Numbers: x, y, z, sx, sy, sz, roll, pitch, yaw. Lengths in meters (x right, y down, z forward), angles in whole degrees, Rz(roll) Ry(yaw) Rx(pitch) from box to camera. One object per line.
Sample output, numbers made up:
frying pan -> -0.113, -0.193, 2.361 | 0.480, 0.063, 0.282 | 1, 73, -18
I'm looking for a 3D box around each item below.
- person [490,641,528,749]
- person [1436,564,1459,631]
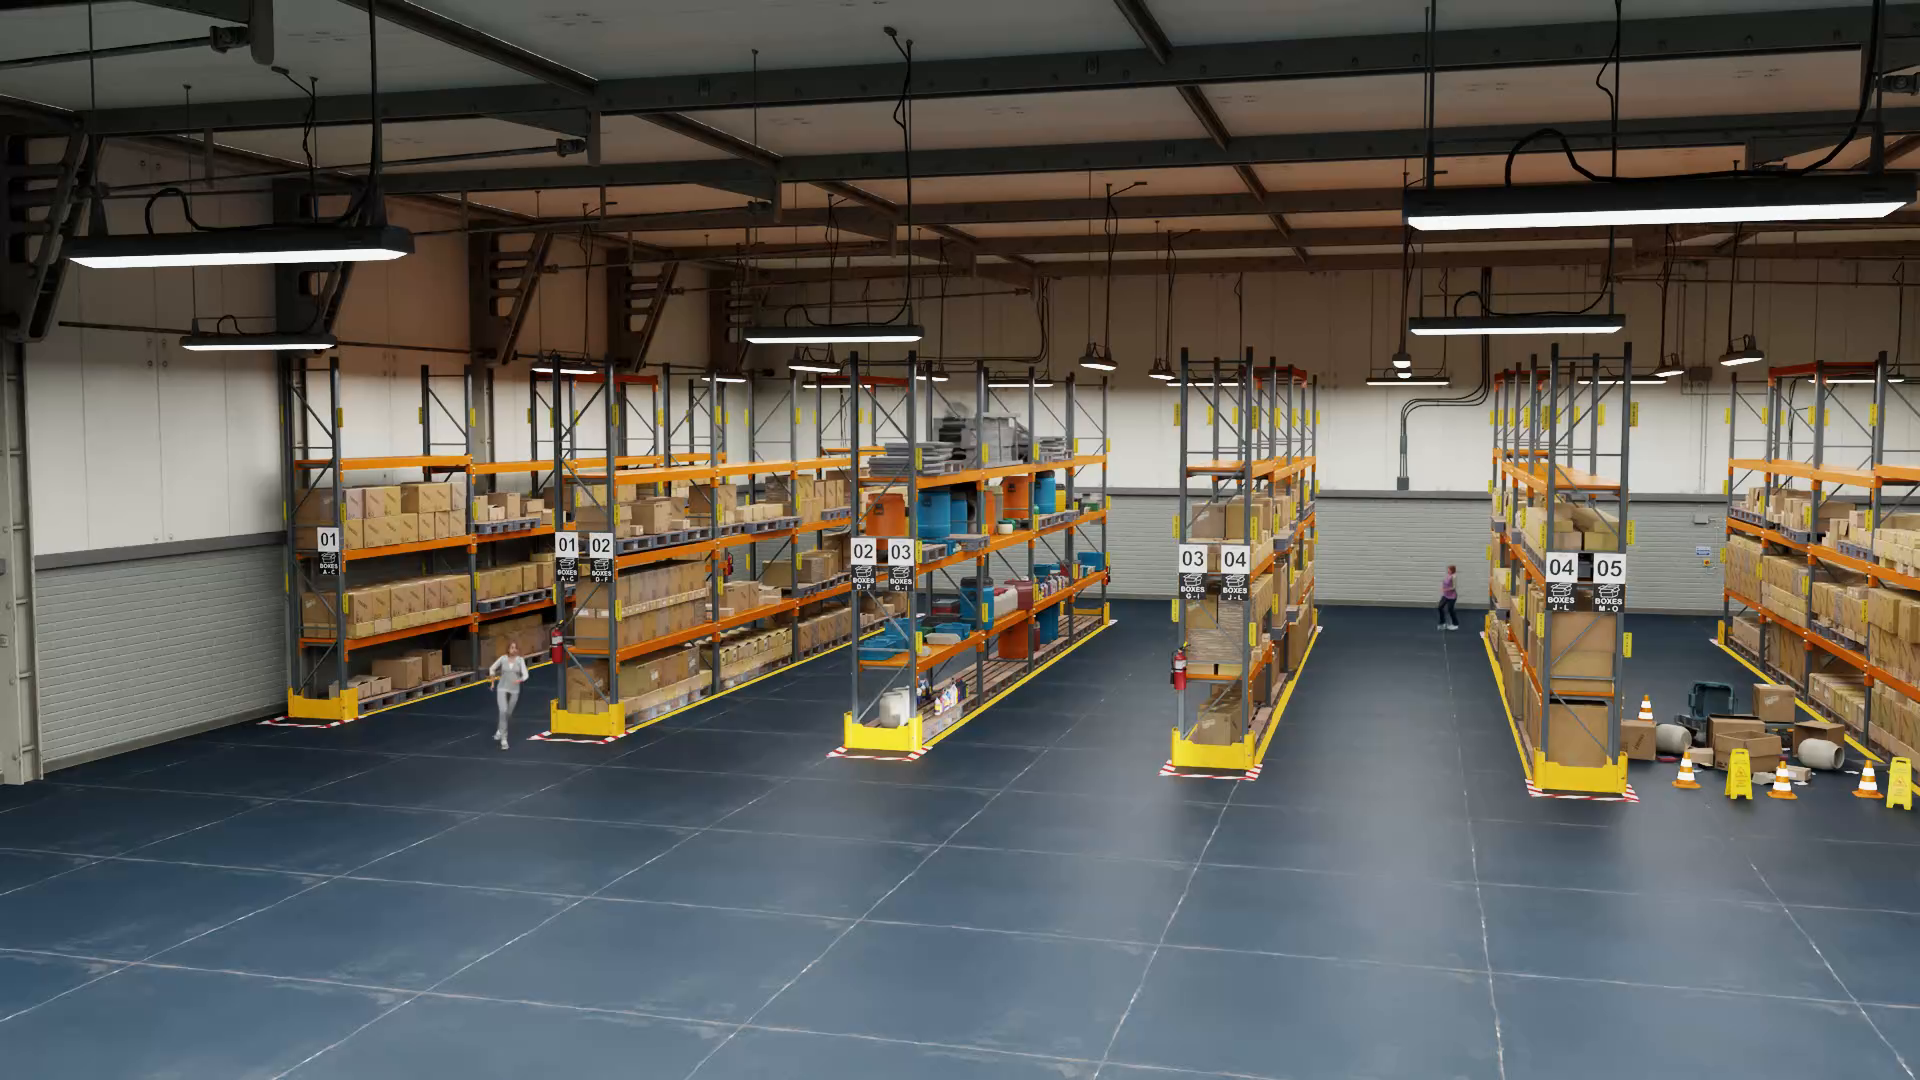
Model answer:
person -> -6.874, 2.335, 25.402 | 0.563, 1.574, 0.827 | -2, 5, -23
person -> 11.494, 1.361, 38.946 | 0.629, 1.601, 0.538 | -2, 4, -20
